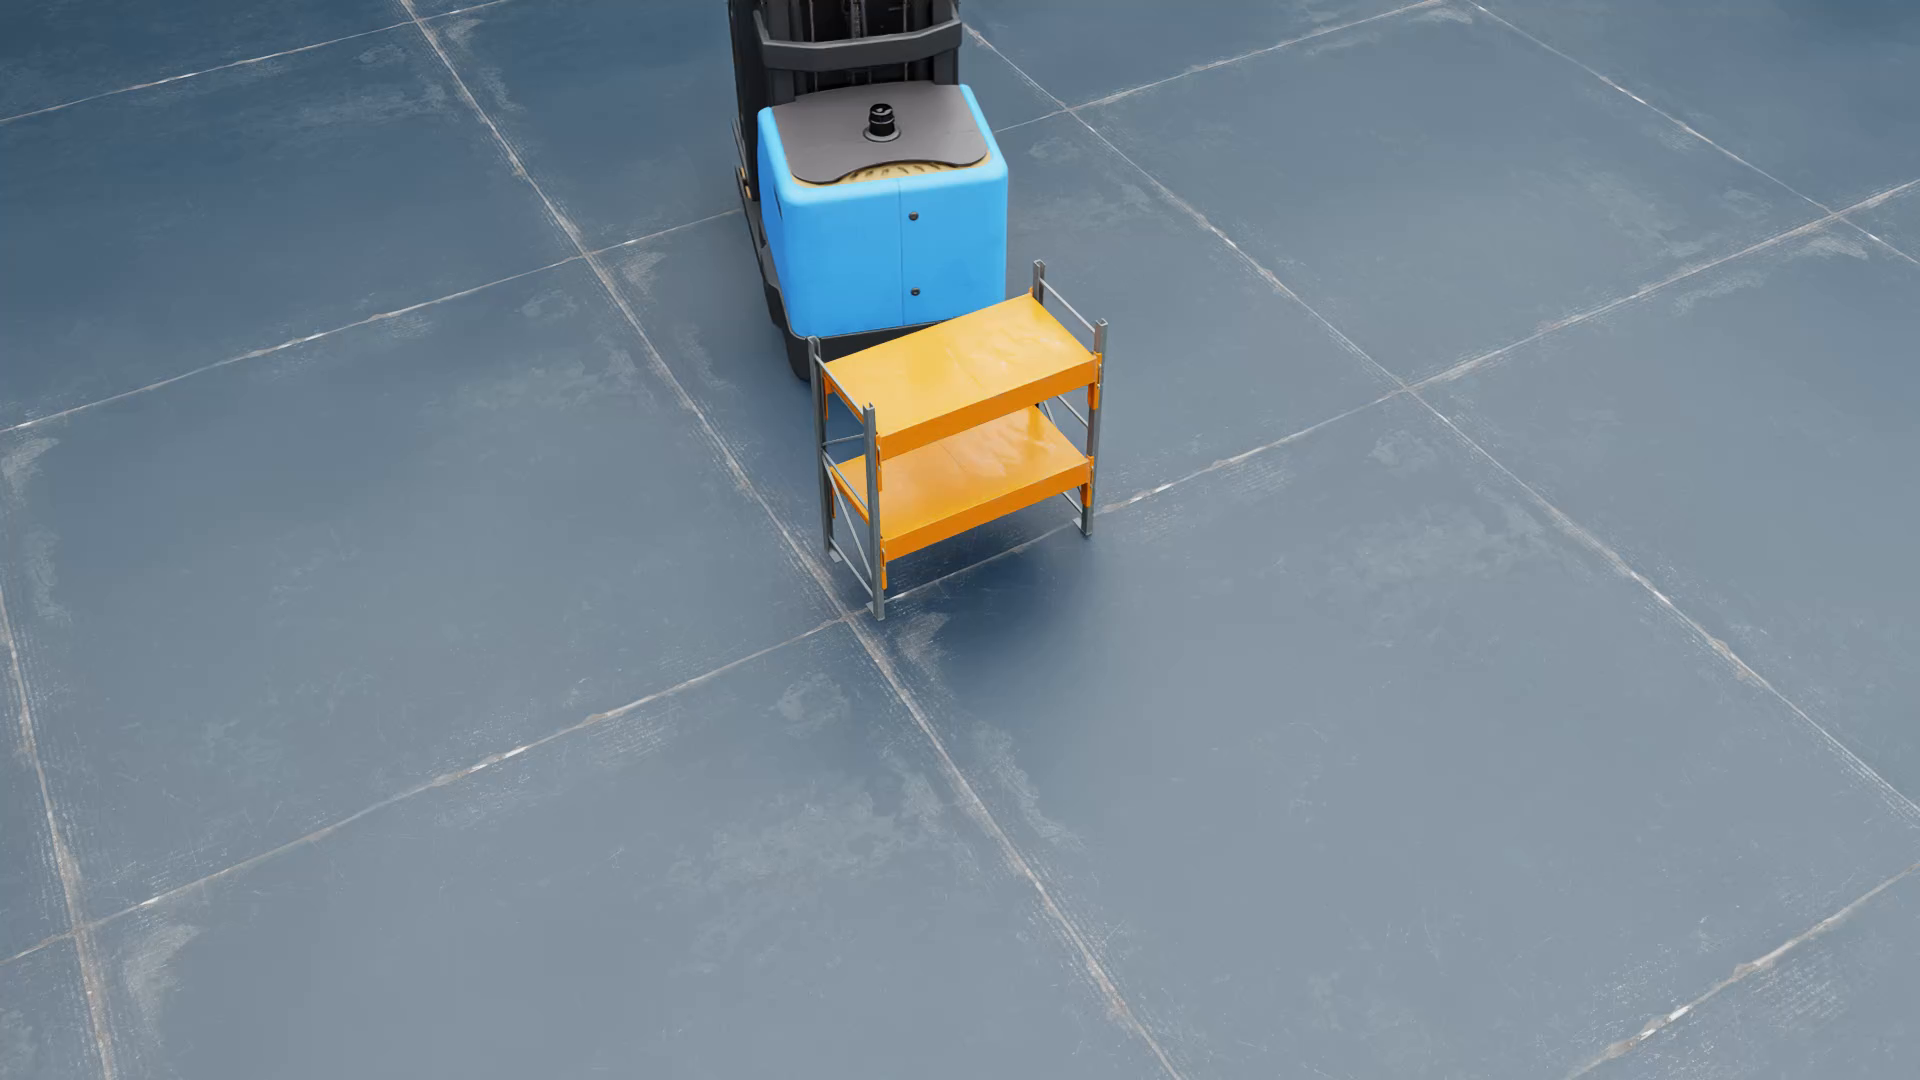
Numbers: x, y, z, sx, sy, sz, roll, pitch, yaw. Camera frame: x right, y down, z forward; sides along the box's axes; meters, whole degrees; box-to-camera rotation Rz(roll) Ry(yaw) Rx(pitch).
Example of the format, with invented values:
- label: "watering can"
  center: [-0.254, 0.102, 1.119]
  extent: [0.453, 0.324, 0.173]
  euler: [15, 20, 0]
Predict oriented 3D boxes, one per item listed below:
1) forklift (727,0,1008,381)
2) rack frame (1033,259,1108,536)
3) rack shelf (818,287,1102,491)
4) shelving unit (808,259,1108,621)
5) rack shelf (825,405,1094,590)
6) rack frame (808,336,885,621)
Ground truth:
- label: "forklift"
  center: [-0.606, -2.847, 8.008]
  extent: [1.130, 2.935, 3.031]
  euler: [-9, 45, -9]
- label: "rack frame"
  center: [0.435, -0.578, 6.967]
  extent: [0.032, 1.125, 0.500]
  euler: [-22, 48, -21]
- label: "rack shelf"
  center: [-0.006, -0.611, 6.581]
  extent: [1.000, 0.278, 0.538]
  euler: [-22, 48, -21]
- label: "shelving unit"
  center: [-0.006, -0.401, 6.785]
  extent: [1.048, 1.125, 0.538]
  euler: [-22, 48, -21]
- label: "rack shelf"
  center: [-0.006, -0.226, 6.956]
  extent: [1.000, 0.278, 0.538]
  euler: [-22, 48, -21]
- label: "rack frame"
  center: [-0.447, -0.225, 6.603]
  extent: [0.032, 1.125, 0.500]
  euler: [-22, 48, -21]
